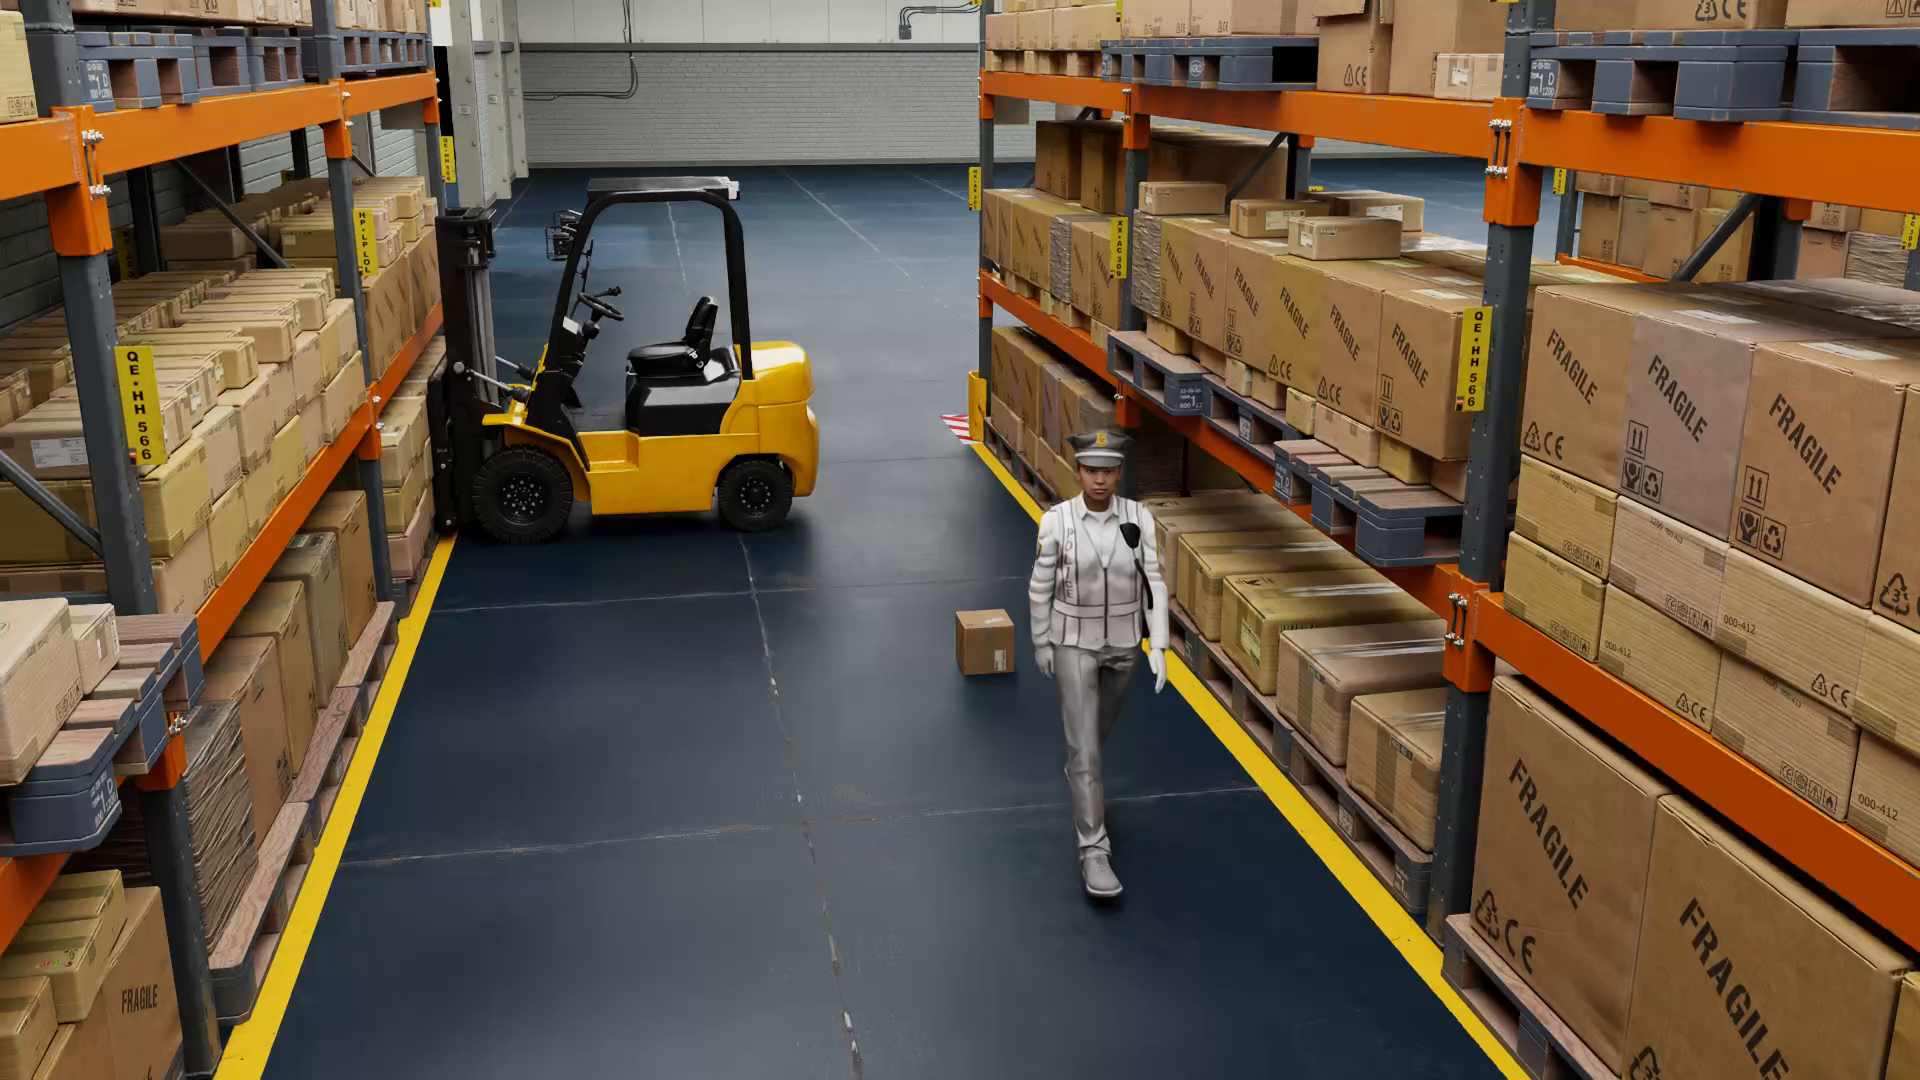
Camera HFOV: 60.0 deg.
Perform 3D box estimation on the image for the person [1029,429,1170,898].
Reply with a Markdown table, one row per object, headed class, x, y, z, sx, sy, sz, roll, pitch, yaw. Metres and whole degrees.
| class | x | y | z | sx | sy | sz | roll | pitch | yaw |
| --- | --- | --- | --- | --- | --- | --- | --- | --- | --- |
| person | 0.526 | 0.379 | 6.183 | 0.490 | 1.630 | 1.028 | -3 | 17 | -11 |
